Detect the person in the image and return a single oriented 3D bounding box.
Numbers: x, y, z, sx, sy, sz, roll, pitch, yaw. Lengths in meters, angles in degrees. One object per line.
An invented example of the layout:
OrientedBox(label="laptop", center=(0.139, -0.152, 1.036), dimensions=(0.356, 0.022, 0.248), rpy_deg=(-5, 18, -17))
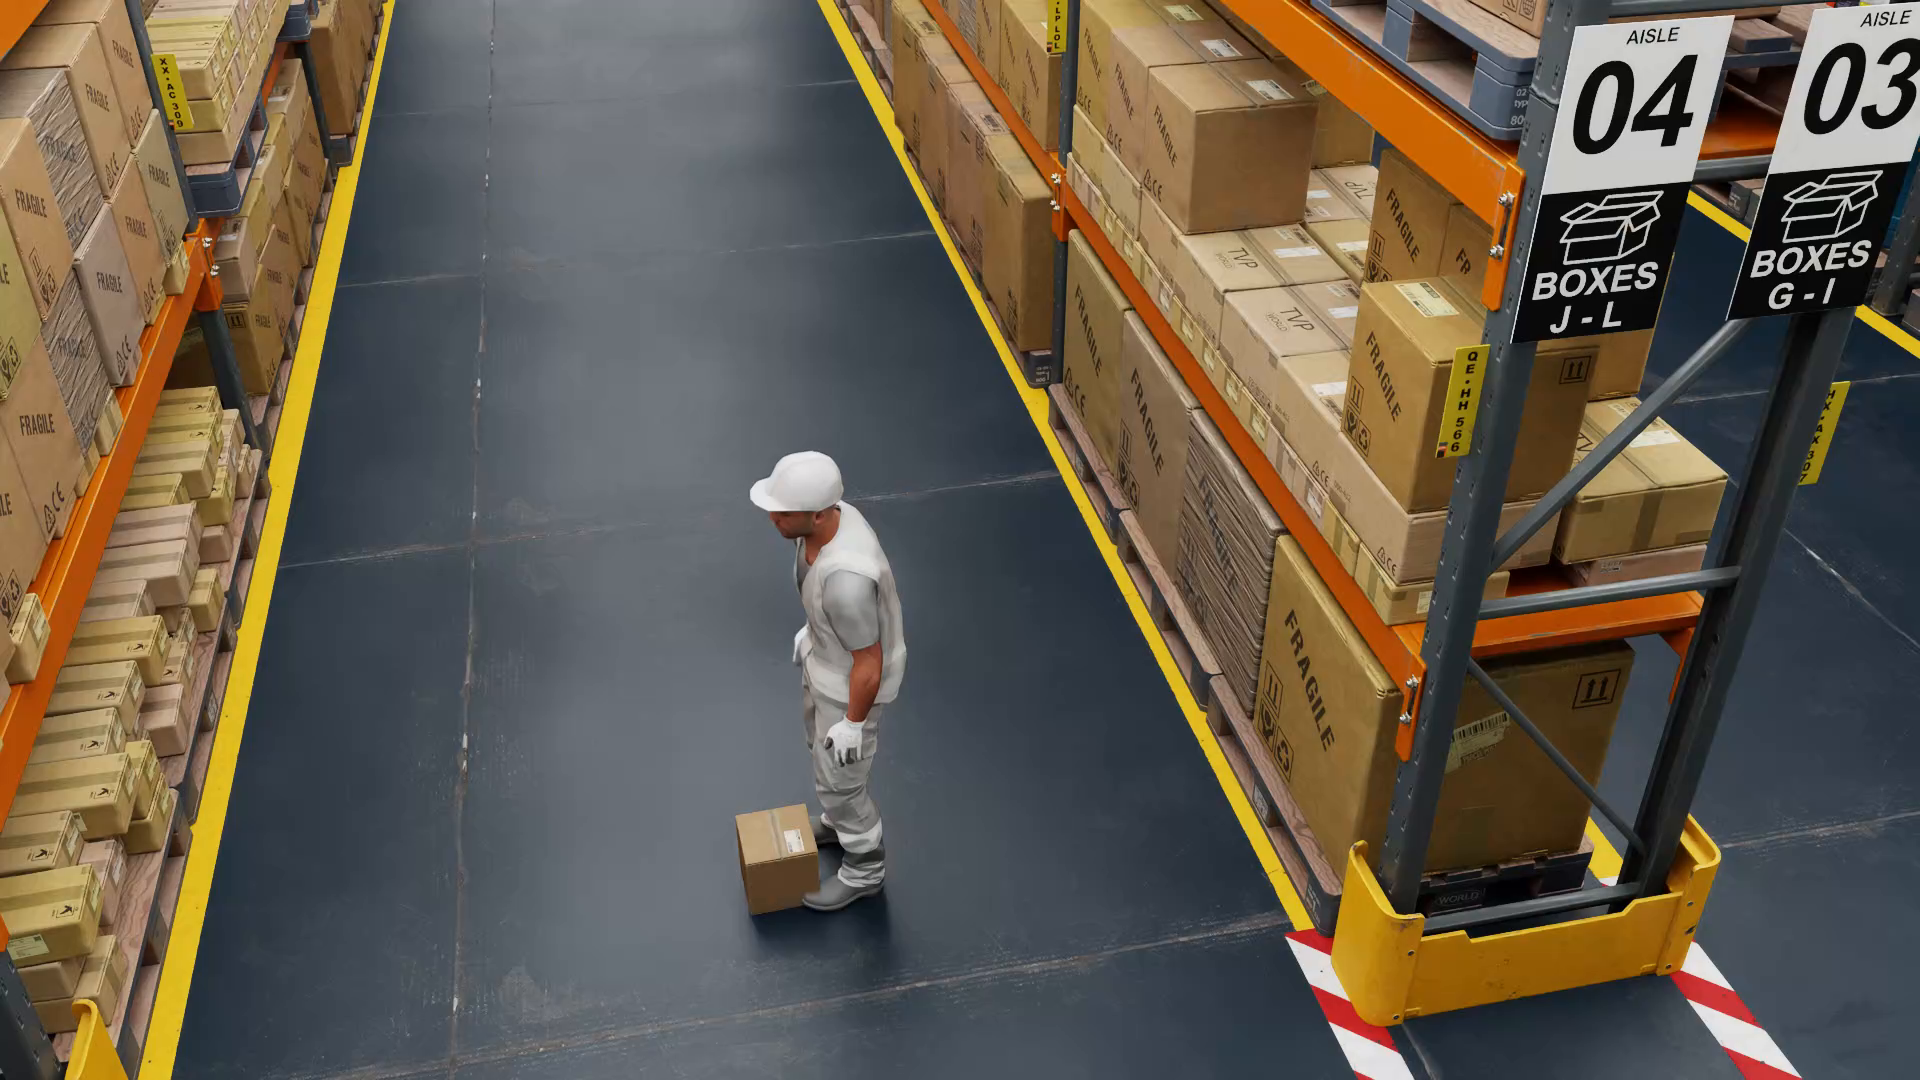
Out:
OrientedBox(label="person", center=(-0.416, 0.459, 5.451), dimensions=(0.452, 1.778, 0.613), rpy_deg=(-9, 35, -13))
